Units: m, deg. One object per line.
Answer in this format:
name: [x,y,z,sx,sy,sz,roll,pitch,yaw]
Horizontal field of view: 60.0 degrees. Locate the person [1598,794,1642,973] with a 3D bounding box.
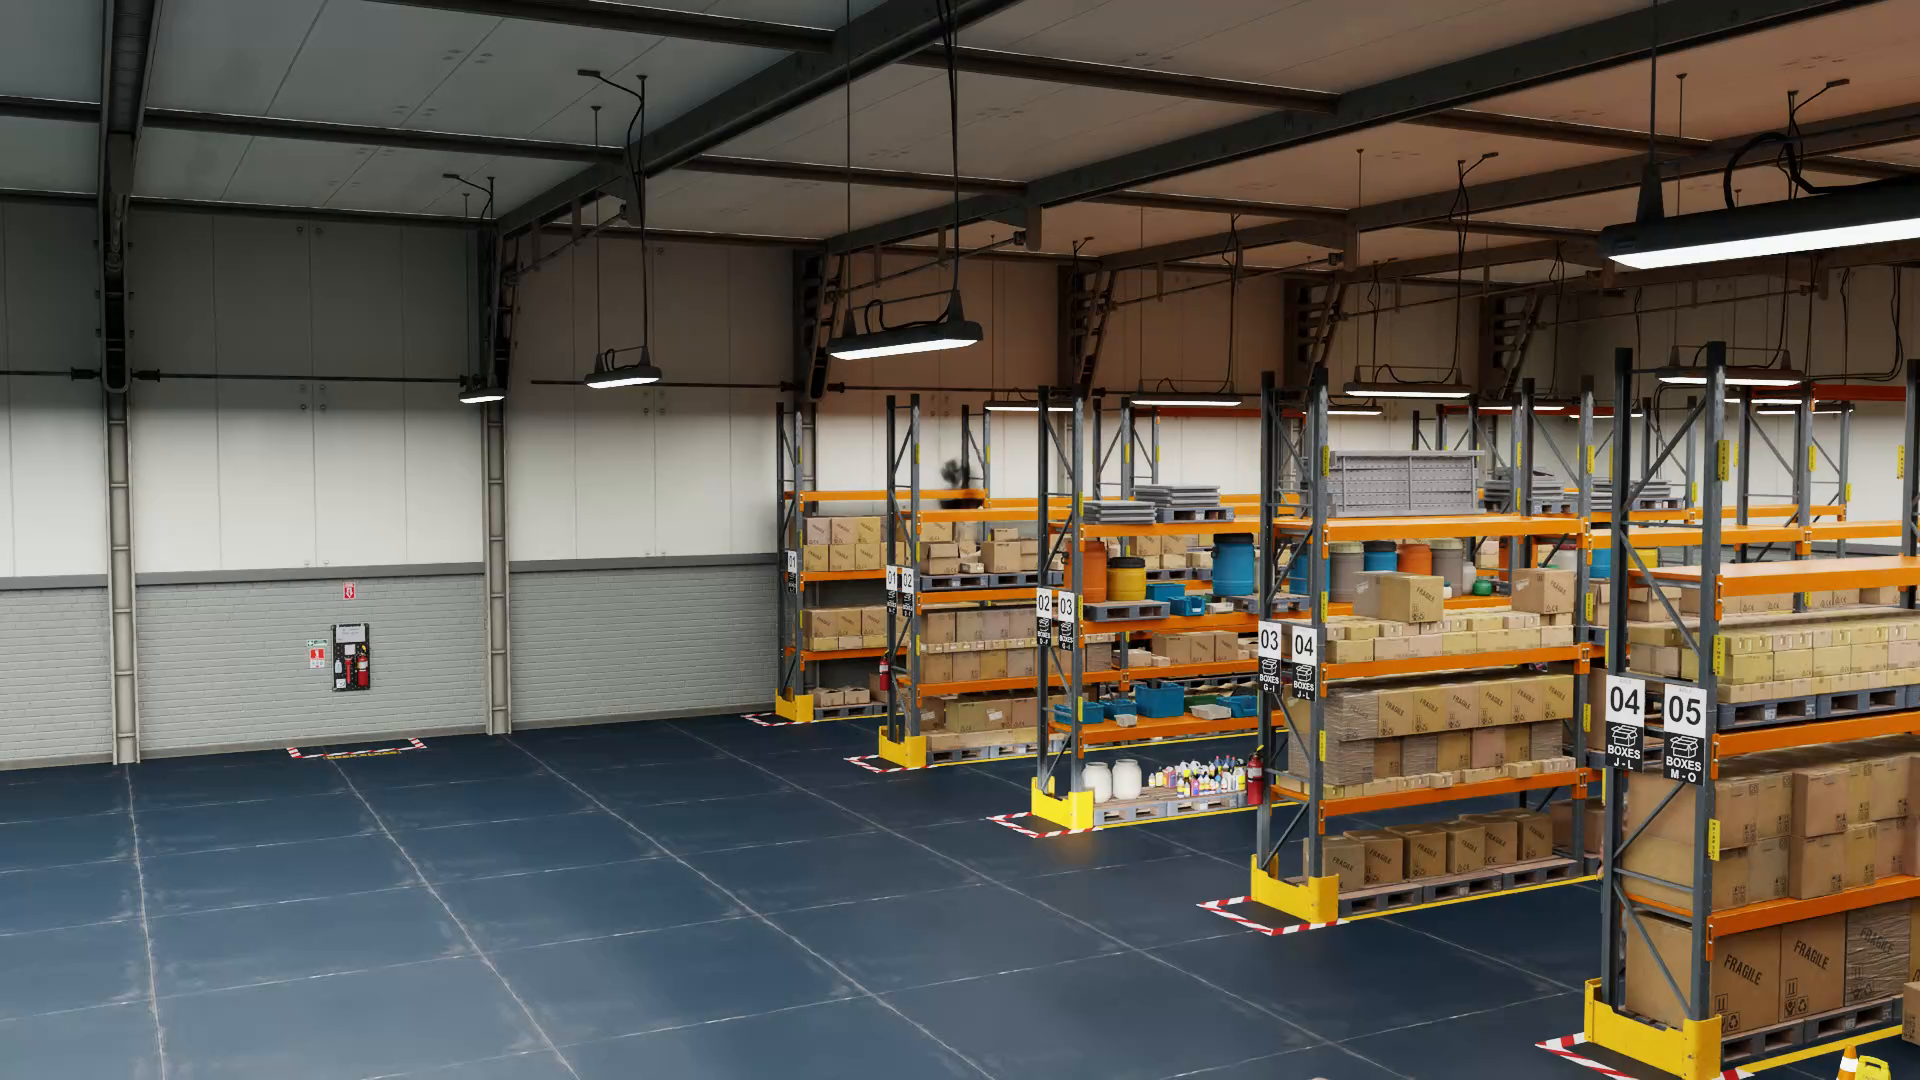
person: [6.614,3.373,16.466,0.675,1.754,0.664,-3,4,-40]
